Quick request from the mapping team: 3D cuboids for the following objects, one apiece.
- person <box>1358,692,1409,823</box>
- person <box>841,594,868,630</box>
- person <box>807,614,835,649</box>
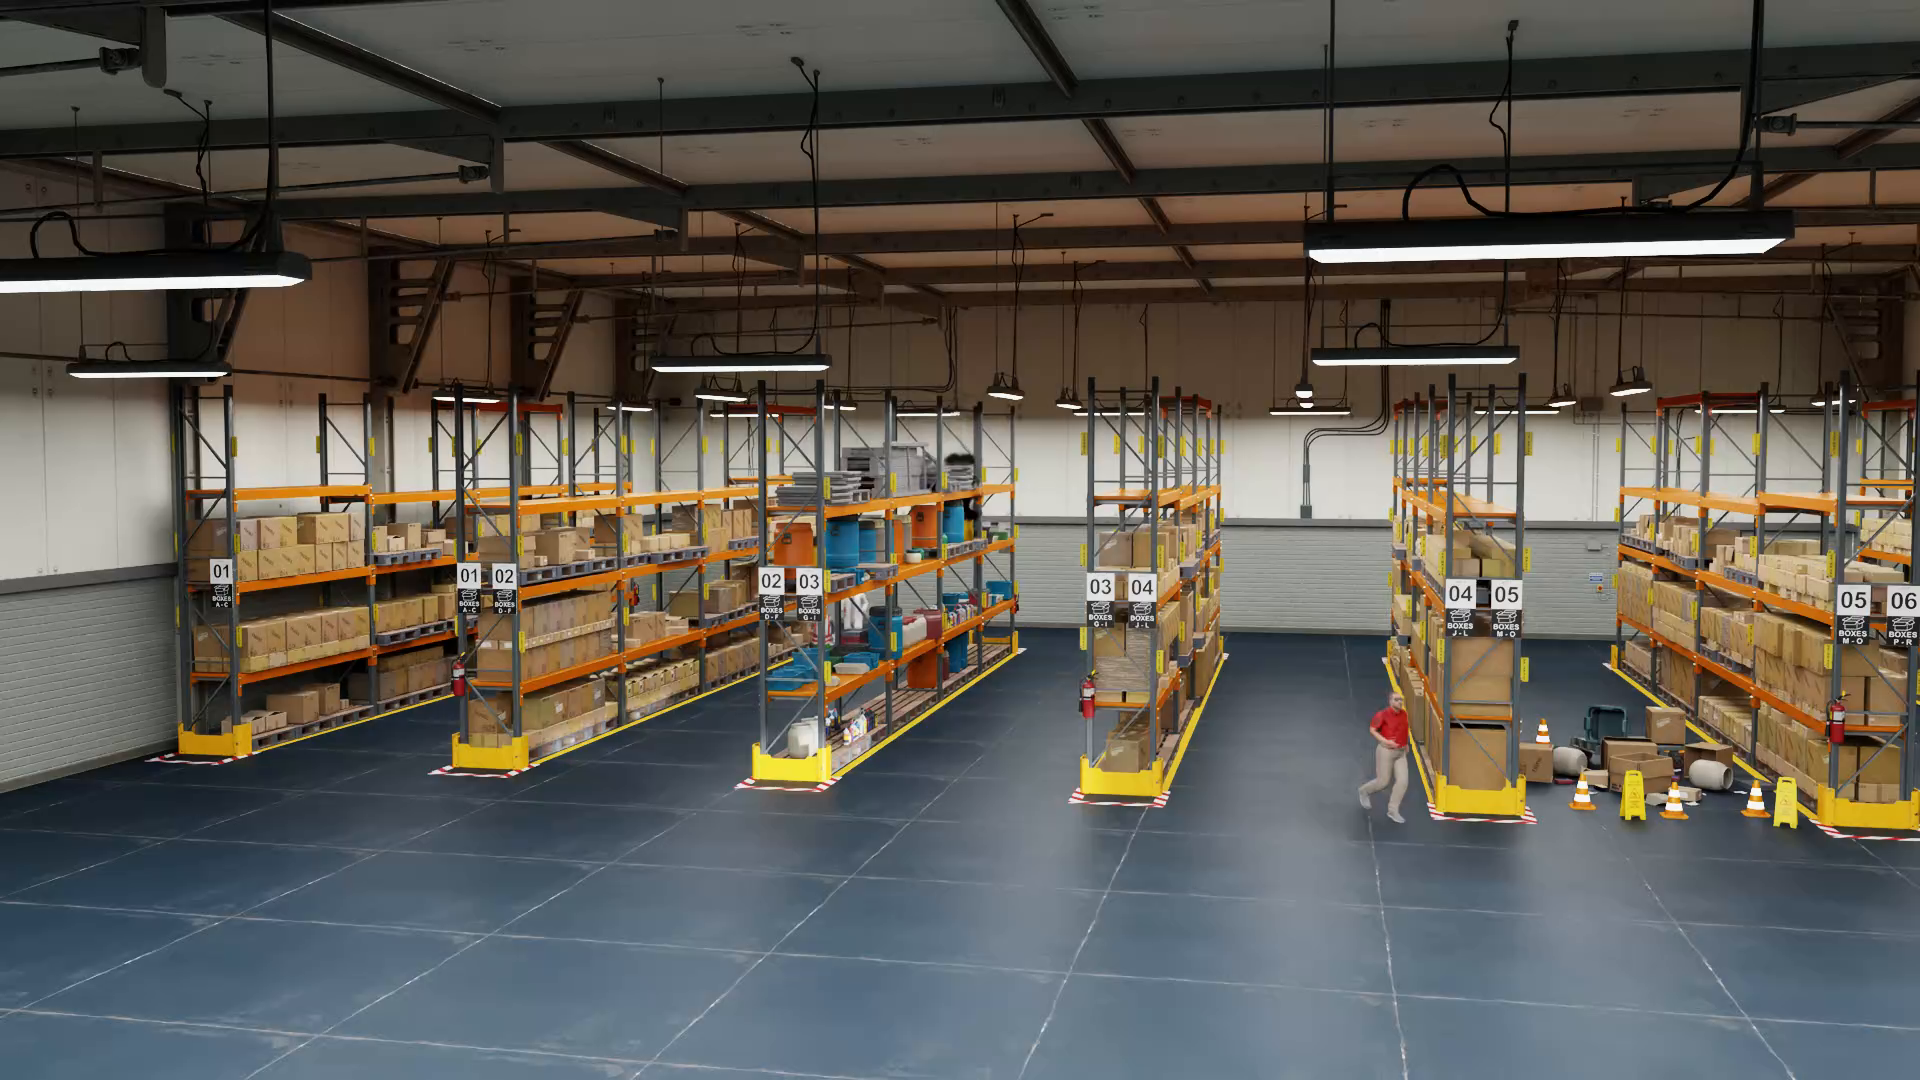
[{"bbox_3d":[5.817,2.904,22.515,0.677,1.722,0.808,-1,3,-24],"label":"person"},{"bbox_3d":[-2.526,1.916,39.096,0.708,1.798,1.050,0,3,2],"label":"person"},{"bbox_3d":[-2.852,2.186,34.363,0.632,1.824,0.705,0,3,3],"label":"person"}]
